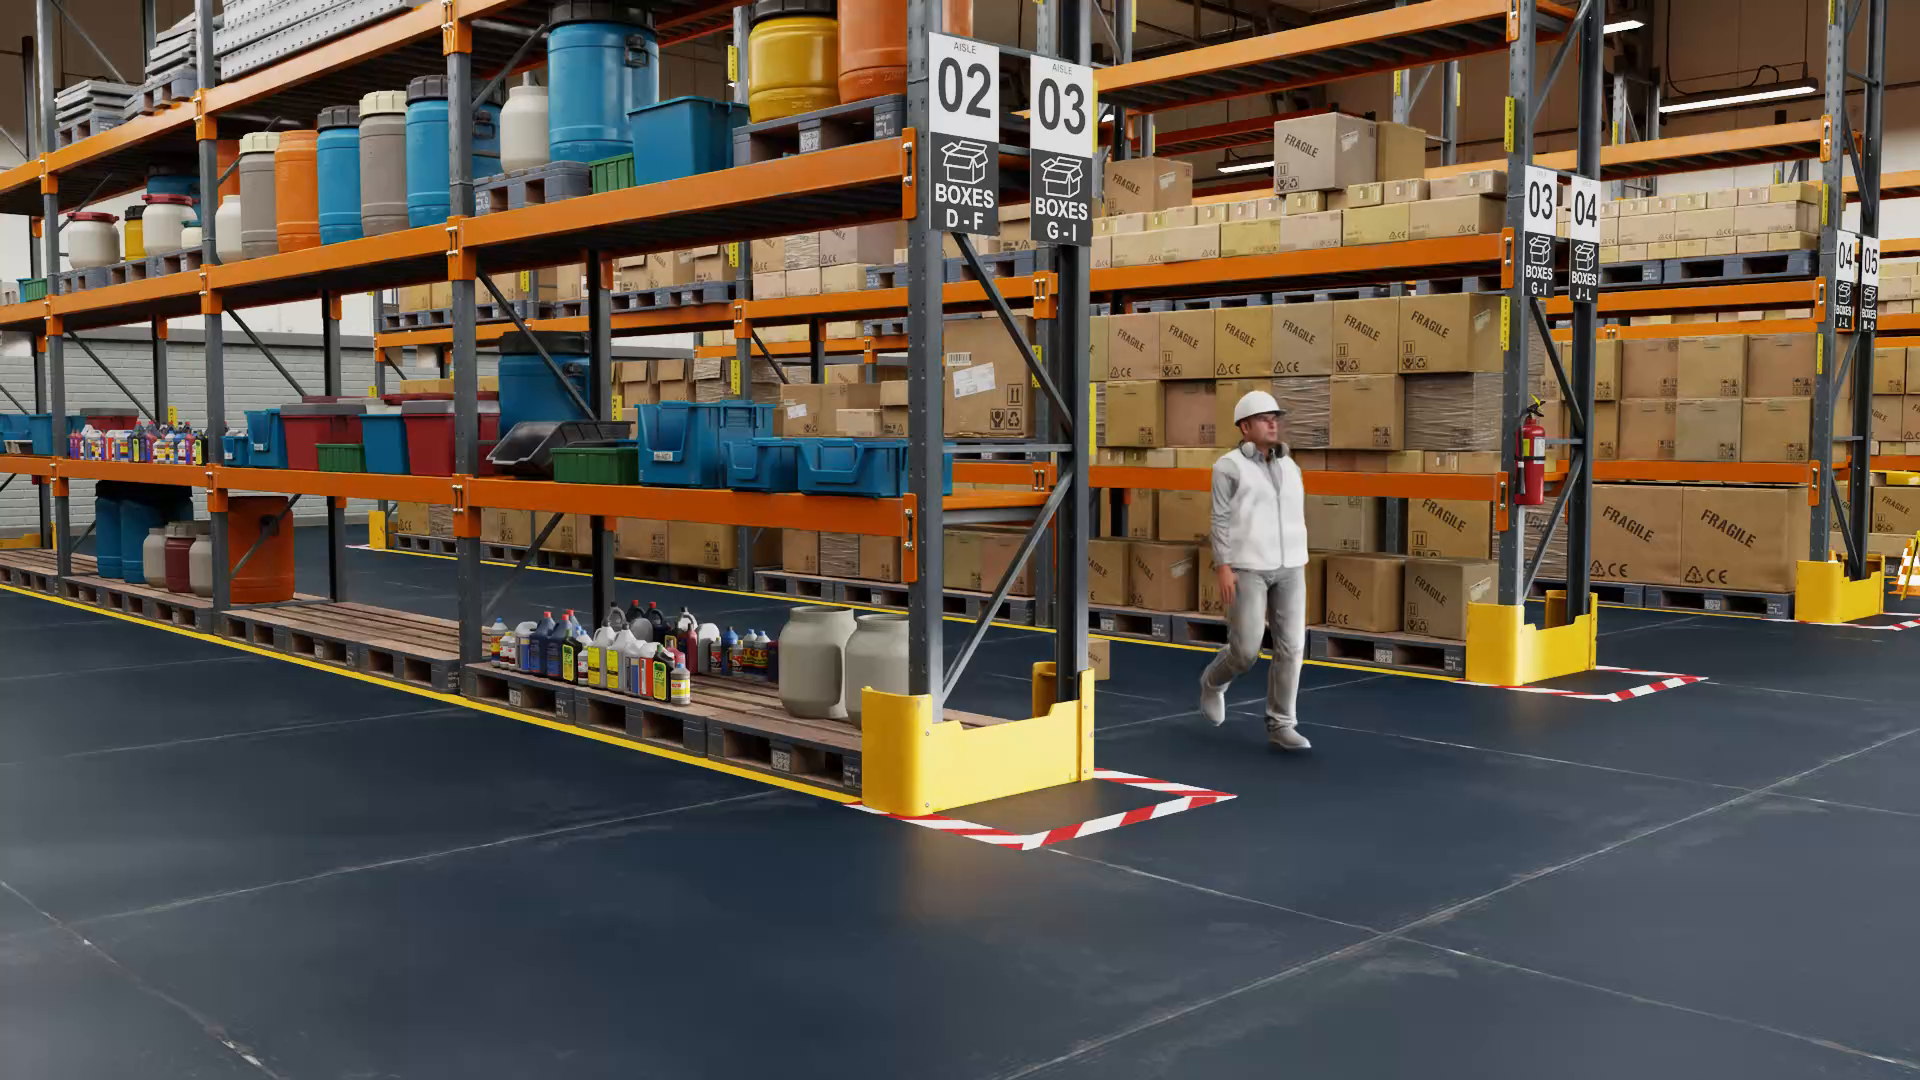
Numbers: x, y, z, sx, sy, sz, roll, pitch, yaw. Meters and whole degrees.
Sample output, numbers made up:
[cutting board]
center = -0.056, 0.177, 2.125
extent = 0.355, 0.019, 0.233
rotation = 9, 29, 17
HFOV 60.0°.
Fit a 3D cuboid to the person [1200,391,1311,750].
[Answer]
[person]
center = 1.493, 0.137, 8.289
extent = 0.539, 1.756, 0.669
rotation = -1, 4, -20
